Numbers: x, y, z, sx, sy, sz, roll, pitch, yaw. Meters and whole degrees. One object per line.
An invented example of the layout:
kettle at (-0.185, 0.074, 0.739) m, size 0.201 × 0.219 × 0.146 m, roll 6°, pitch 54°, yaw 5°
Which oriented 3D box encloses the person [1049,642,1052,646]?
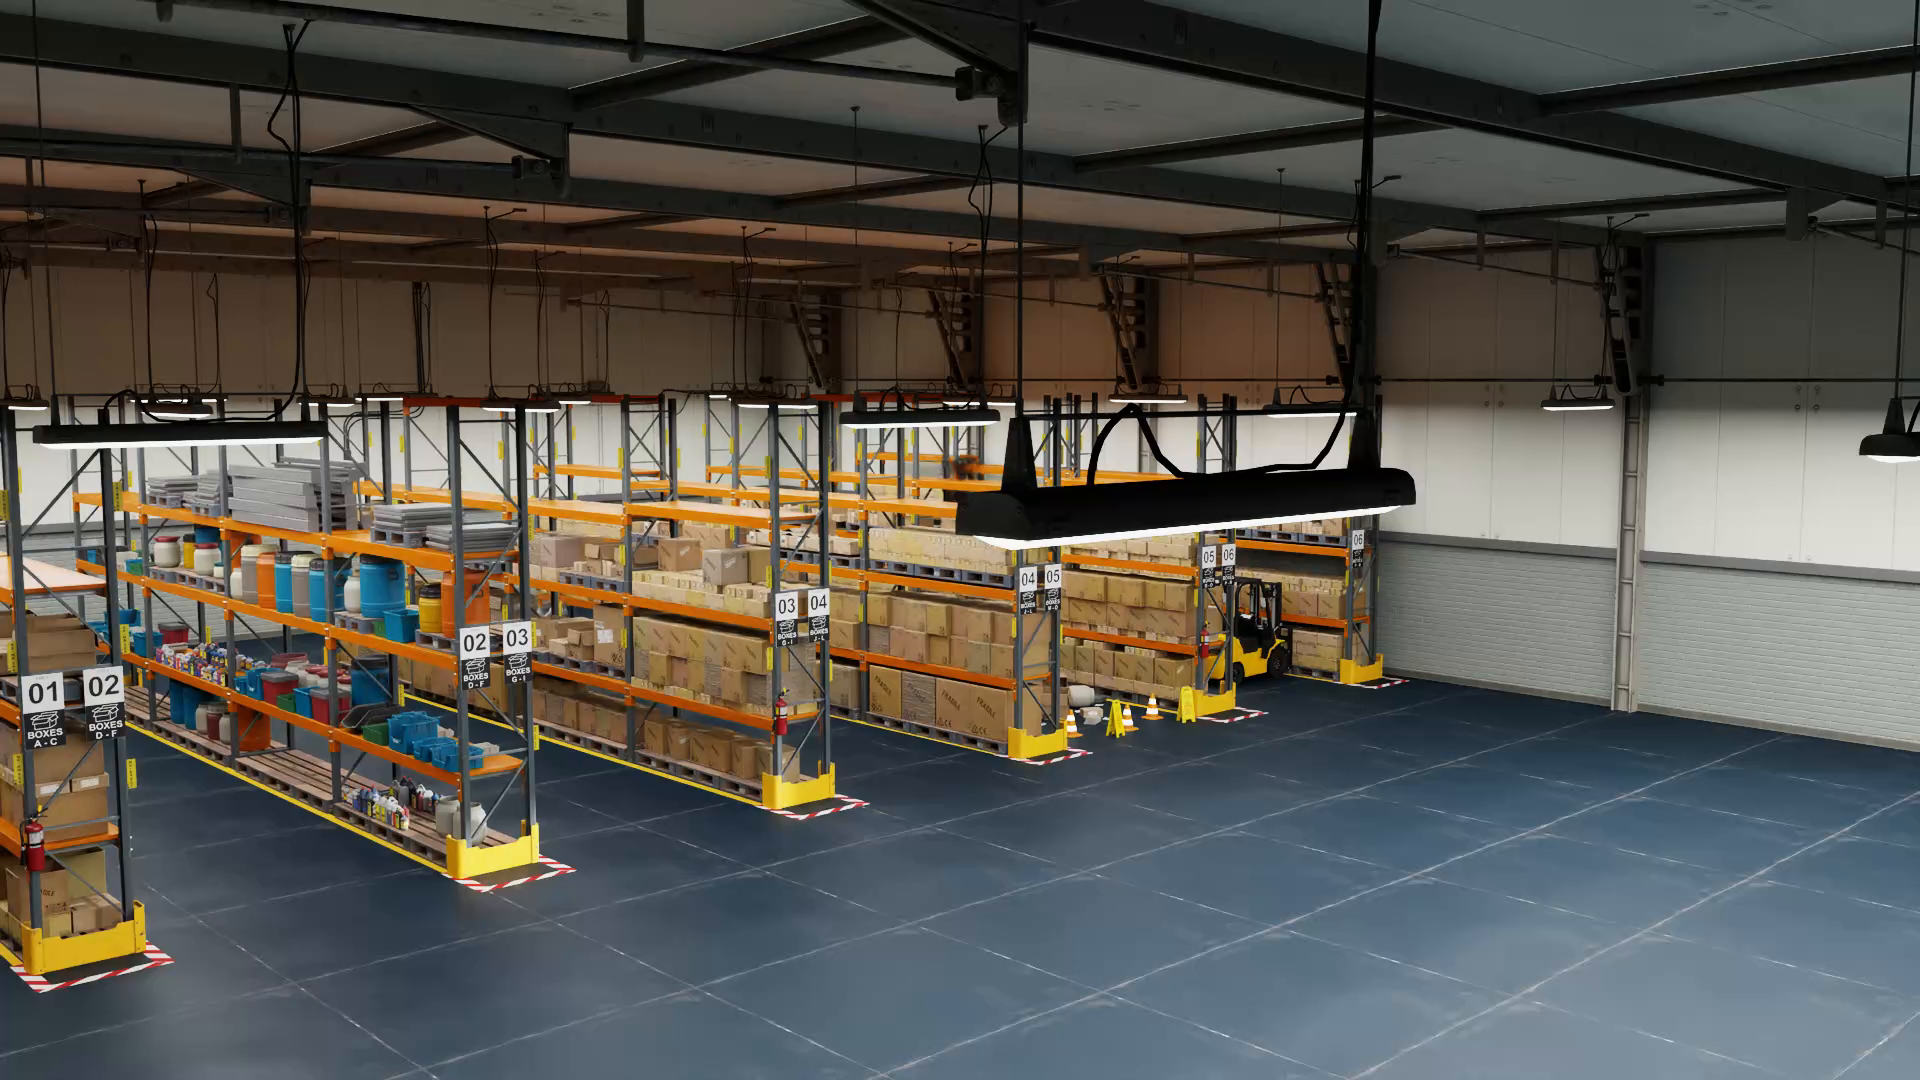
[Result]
person at (1.851, 1.764, 37.587) m, size 0.822 × 1.715 × 0.657 m, roll 5°, pitch 8°, yaw 43°

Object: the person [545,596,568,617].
person at (-8.799, 2.027, 36.455) m, size 0.788 × 1.606 × 0.455 m, roll 5°, pitch 8°, yaw 43°
